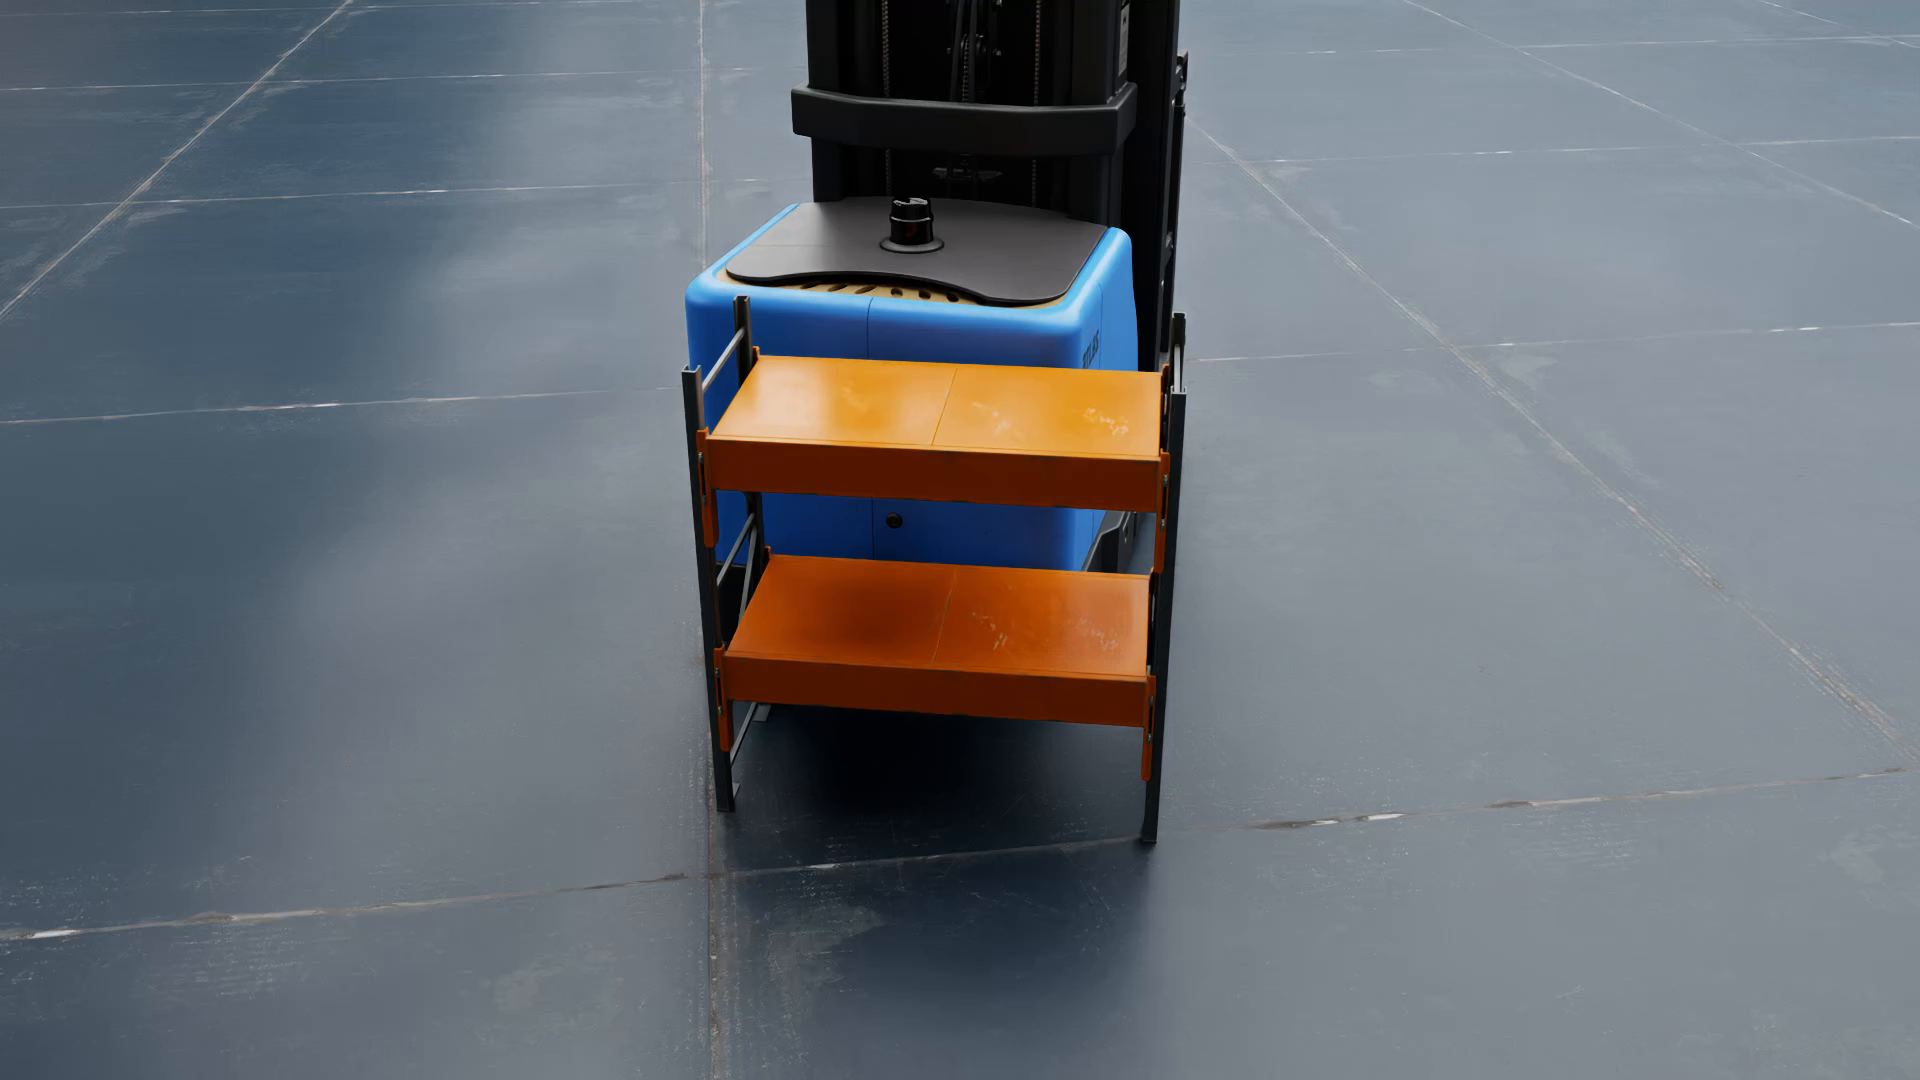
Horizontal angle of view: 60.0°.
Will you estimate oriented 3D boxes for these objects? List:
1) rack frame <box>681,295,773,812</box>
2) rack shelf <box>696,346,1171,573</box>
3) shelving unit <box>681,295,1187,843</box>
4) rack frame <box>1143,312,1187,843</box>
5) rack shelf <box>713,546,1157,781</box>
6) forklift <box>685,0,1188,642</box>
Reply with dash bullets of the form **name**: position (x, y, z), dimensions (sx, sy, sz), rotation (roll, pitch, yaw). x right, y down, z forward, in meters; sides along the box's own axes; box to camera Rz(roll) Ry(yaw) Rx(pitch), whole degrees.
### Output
- **rack frame**: position (-0.538, 0.037, 3.946), dimensions (0.032, 1.125, 0.500), rotation (3, 27, 6)
- **rack shelf**: position (-0.033, -0.196, 3.759), dimensions (1.000, 0.278, 0.538), rotation (3, 27, 6)
- **shelving unit**: position (-0.033, 0.064, 3.892), dimensions (1.048, 1.125, 0.538), rotation (3, 27, 6)
- **rack frame**: position (0.472, 0.092, 3.839), dimensions (0.032, 1.125, 0.500), rotation (3, 27, 6)
- **rack shelf**: position (-0.033, 0.282, 4.004), dimensions (1.000, 0.278, 0.538), rotation (3, 27, 6)
- **forklift**: position (0.160, -1.580, 5.119), dimensions (1.130, 2.935, 3.031), rotation (7, 28, 13)
